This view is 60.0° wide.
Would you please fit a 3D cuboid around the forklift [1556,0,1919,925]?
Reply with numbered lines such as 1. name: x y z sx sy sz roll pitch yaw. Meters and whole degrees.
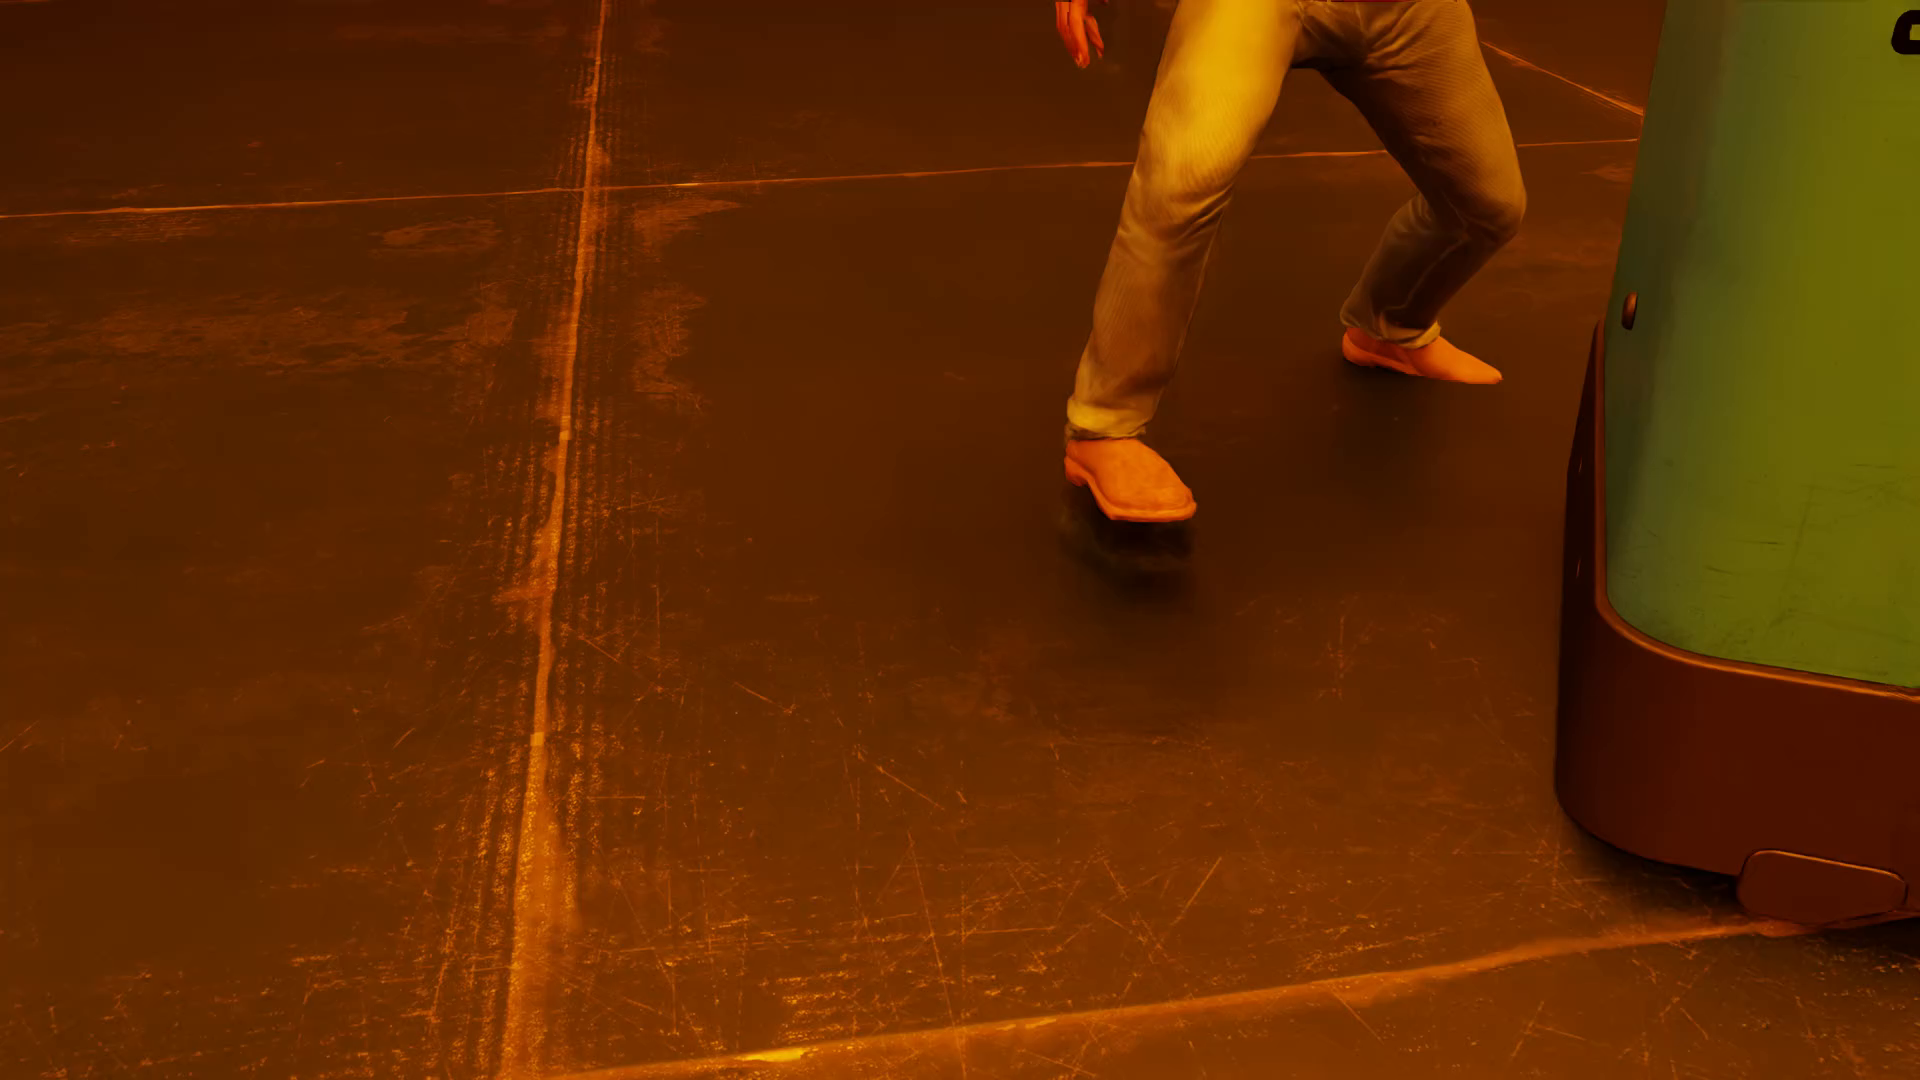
1. forklift: 2.227 -0.918 1.104 3.031 2.935 1.130 9 29 16

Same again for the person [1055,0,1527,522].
1. person: 0.616 -0.859 2.442 1.011 1.631 0.815 -4 28 -8
